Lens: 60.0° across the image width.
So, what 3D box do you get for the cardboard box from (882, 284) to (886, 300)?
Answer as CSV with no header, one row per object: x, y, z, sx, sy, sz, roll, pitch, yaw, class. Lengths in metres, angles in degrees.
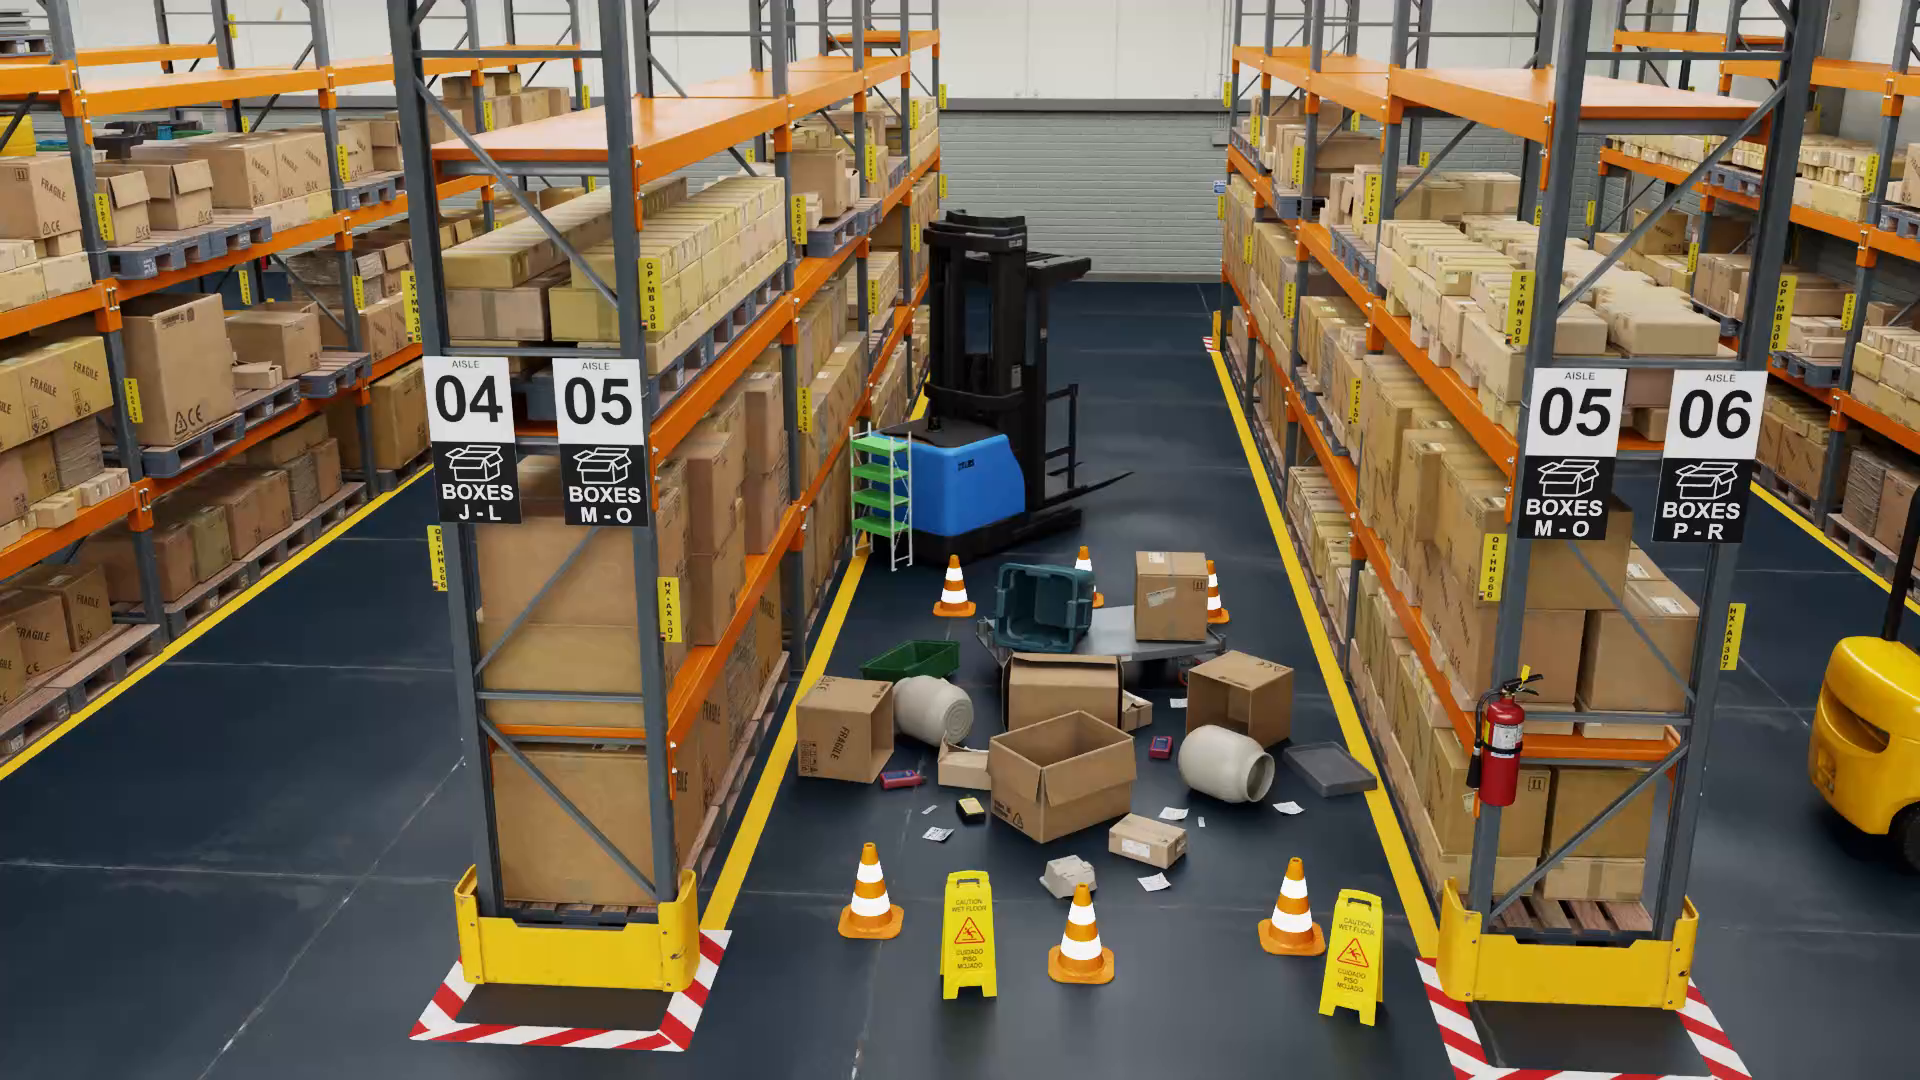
-0.995,-2.644,17.752,0.380,0.149,0.250,1,18,4,cardboard box

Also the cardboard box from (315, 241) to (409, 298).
-6.181,-2.813,17.245,0.797,0.503,0.637,2,18,5,cardboard box

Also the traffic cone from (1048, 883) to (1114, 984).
0.624,1.971,8.493,0.336,0.463,0.334,1,18,4,traffic cone

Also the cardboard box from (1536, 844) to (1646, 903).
3.345,1.709,8.958,0.500,0.250,0.500,1,18,3,cardboard box

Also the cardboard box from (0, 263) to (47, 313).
-6.406,-1.662,10.928,0.500,0.250,0.500,2,18,5,cardboard box

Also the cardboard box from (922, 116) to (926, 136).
-0.688,-5.170,20.833,0.500,0.250,0.500,0,18,2,cardboard box

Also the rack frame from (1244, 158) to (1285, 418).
3.872,-2.880,19.223,1.000,3.000,0.127,1,18,4,rack frame

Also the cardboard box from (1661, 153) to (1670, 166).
8.685,-4.591,20.031,0.380,0.149,0.250,1,18,4,cardboard box

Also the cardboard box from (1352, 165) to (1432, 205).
3.264,-2.687,12.580,0.500,0.250,0.500,2,18,5,cardboard box

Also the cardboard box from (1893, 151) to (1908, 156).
8.873,-3.561,15.605,0.380,0.149,0.250,2,18,6,cardboard box

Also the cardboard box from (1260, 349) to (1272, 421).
3.907,-1.876,18.896,0.875,0.875,0.875,2,18,6,cardboard box

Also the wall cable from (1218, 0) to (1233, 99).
4.285,-8.747,27.491,0.463,3.000,0.029,1,18,4,wall cable

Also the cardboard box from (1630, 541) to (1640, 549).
3.391,0.198,9.192,0.500,0.500,0.500,1,18,3,cardboard box

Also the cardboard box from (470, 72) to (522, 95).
-5.881,-5.793,21.096,0.500,0.250,0.500,1,18,2,cardboard box

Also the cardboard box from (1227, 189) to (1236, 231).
3.810,-4.342,21.918,0.500,0.500,0.500,1,18,2,cardboard box

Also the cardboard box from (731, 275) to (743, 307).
-1.462,-1.434,9.560,0.380,0.149,0.250,1,18,4,cardboard box

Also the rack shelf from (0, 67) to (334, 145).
-6.443,-3.557,13.452,1.077,0.370,4.000,1,18,4,rack shelf

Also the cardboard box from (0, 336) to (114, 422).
-6.344,-1.135,11.653,0.500,0.500,0.500,1,18,4,cardboard box

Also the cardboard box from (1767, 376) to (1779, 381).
8.521,-1.655,17.783,0.380,0.149,0.250,1,18,4,cardboard box

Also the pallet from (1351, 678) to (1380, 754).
3.285,1.139,11.436,1.003,0.211,1.213,1,18,4,pallet

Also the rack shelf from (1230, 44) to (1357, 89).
4.015,-5.821,20.359,1.077,0.370,4.000,1,18,4,rack shelf

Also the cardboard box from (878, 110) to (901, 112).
-0.796,-4.989,19.638,0.380,0.149,0.250,1,18,3,cardboard box

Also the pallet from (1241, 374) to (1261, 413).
4.004,-1.790,20.373,1.003,0.211,1.213,1,18,4,pallet

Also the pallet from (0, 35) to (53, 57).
-10.982,-5.526,18.607,1.003,0.211,1.213,1,18,4,pallet

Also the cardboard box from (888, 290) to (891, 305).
-0.960,-2.676,18.329,0.380,0.149,0.250,0,18,1,cardboard box

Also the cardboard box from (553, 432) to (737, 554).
-1.745,-0.275,9.297,0.875,0.550,0.550,1,18,4,cardboard box

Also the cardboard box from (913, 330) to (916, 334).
-0.761,-2.598,21.311,0.380,0.149,0.250,1,18,2,cardboard box

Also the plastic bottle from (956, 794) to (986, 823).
0.055,1.636,10.160,0.133,0.061,0.283,-5,19,-15,plastic bottle

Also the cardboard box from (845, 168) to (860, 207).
-1.135,-3.016,14.128,0.500,0.311,0.500,1,18,4,cardboard box

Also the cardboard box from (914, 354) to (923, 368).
-0.674,-2.314,21.399,0.380,0.149,0.250,1,18,2,cardboard box

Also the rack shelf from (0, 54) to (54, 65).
-11.096,-4.910,17.580,1.077,0.370,4.000,1,18,4,rack shelf

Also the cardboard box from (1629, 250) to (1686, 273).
8.724,-3.475,20.801,0.500,0.250,0.500,1,18,2,cardboard box

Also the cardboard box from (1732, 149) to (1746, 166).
8.328,-4.003,17.400,0.380,0.149,0.250,2,18,5,cardboard box

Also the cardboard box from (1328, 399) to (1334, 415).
3.212,-1.121,13.582,0.380,0.149,0.250,2,18,6,cardboard box

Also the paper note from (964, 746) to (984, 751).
0.082,1.402,10.934,0.172,0.023,0.155,8,20,23,paper note

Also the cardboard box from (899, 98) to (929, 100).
-0.611,-5.798,22.109,0.380,0.149,0.250,2,18,5,cardboard box

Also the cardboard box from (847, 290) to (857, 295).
-1.095,-2.379,16.466,0.380,0.149,0.250,1,18,4,cardboard box

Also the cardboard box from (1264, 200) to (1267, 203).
3.704,-3.894,19.507,0.380,0.149,0.250,2,18,5,cardboard box

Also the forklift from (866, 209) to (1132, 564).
0.492,-1.574,15.347,1.130,2.935,3.031,15,23,38,forklift

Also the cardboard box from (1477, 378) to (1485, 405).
2.796,-0.736,8.266,0.380,0.149,0.250,2,18,6,cardboard box

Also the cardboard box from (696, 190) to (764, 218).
-1.410,-2.052,10.166,0.380,0.149,0.250,2,18,5,cardboard box

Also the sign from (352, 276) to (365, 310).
-5.758,-2.363,15.911,0.100,0.325,0.005,1,18,4,sign

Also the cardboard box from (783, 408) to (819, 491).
-1.340,-0.680,12.347,0.500,0.500,0.500,1,18,5,cardboard box

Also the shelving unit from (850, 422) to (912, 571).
-0.687,-0.380,14.483,0.503,1.200,0.258,16,24,40,shelving unit

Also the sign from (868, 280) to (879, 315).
-0.806,-2.256,15.458,0.100,0.325,0.005,1,18,4,sign

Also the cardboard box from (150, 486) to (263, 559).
-6.428,-0.150,14.198,0.700,0.500,0.500,0,18,-1,cardboard box

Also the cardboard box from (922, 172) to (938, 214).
-0.571,-4.718,22.588,0.500,0.500,0.500,1,18,3,cardboard box

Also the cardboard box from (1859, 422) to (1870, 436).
8.930,-1.085,16.043,0.380,0.149,0.250,2,18,6,cardboard box

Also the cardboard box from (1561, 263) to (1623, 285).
3.381,-1.416,9.060,0.380,0.149,0.250,2,18,5,cardboard box

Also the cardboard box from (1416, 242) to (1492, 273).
2.920,-1.668,9.828,0.380,0.149,0.250,1,18,2,cardboard box

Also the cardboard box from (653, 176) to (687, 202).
-2.011,-2.302,10.927,0.380,0.149,0.250,1,18,4,cardboard box

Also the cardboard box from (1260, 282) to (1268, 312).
3.487,-2.598,17.798,0.500,0.250,0.500,2,18,5,cardboard box

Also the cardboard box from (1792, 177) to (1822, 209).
8.402,-3.359,16.107,0.500,0.250,0.500,1,18,4,cardboard box

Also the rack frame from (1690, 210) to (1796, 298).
8.823,-2.771,18.889,1.000,3.000,0.127,1,18,4,rack frame

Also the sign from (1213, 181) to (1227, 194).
4.496,-6.023,28.380,0.327,0.218,0.001,1,18,4,sign
